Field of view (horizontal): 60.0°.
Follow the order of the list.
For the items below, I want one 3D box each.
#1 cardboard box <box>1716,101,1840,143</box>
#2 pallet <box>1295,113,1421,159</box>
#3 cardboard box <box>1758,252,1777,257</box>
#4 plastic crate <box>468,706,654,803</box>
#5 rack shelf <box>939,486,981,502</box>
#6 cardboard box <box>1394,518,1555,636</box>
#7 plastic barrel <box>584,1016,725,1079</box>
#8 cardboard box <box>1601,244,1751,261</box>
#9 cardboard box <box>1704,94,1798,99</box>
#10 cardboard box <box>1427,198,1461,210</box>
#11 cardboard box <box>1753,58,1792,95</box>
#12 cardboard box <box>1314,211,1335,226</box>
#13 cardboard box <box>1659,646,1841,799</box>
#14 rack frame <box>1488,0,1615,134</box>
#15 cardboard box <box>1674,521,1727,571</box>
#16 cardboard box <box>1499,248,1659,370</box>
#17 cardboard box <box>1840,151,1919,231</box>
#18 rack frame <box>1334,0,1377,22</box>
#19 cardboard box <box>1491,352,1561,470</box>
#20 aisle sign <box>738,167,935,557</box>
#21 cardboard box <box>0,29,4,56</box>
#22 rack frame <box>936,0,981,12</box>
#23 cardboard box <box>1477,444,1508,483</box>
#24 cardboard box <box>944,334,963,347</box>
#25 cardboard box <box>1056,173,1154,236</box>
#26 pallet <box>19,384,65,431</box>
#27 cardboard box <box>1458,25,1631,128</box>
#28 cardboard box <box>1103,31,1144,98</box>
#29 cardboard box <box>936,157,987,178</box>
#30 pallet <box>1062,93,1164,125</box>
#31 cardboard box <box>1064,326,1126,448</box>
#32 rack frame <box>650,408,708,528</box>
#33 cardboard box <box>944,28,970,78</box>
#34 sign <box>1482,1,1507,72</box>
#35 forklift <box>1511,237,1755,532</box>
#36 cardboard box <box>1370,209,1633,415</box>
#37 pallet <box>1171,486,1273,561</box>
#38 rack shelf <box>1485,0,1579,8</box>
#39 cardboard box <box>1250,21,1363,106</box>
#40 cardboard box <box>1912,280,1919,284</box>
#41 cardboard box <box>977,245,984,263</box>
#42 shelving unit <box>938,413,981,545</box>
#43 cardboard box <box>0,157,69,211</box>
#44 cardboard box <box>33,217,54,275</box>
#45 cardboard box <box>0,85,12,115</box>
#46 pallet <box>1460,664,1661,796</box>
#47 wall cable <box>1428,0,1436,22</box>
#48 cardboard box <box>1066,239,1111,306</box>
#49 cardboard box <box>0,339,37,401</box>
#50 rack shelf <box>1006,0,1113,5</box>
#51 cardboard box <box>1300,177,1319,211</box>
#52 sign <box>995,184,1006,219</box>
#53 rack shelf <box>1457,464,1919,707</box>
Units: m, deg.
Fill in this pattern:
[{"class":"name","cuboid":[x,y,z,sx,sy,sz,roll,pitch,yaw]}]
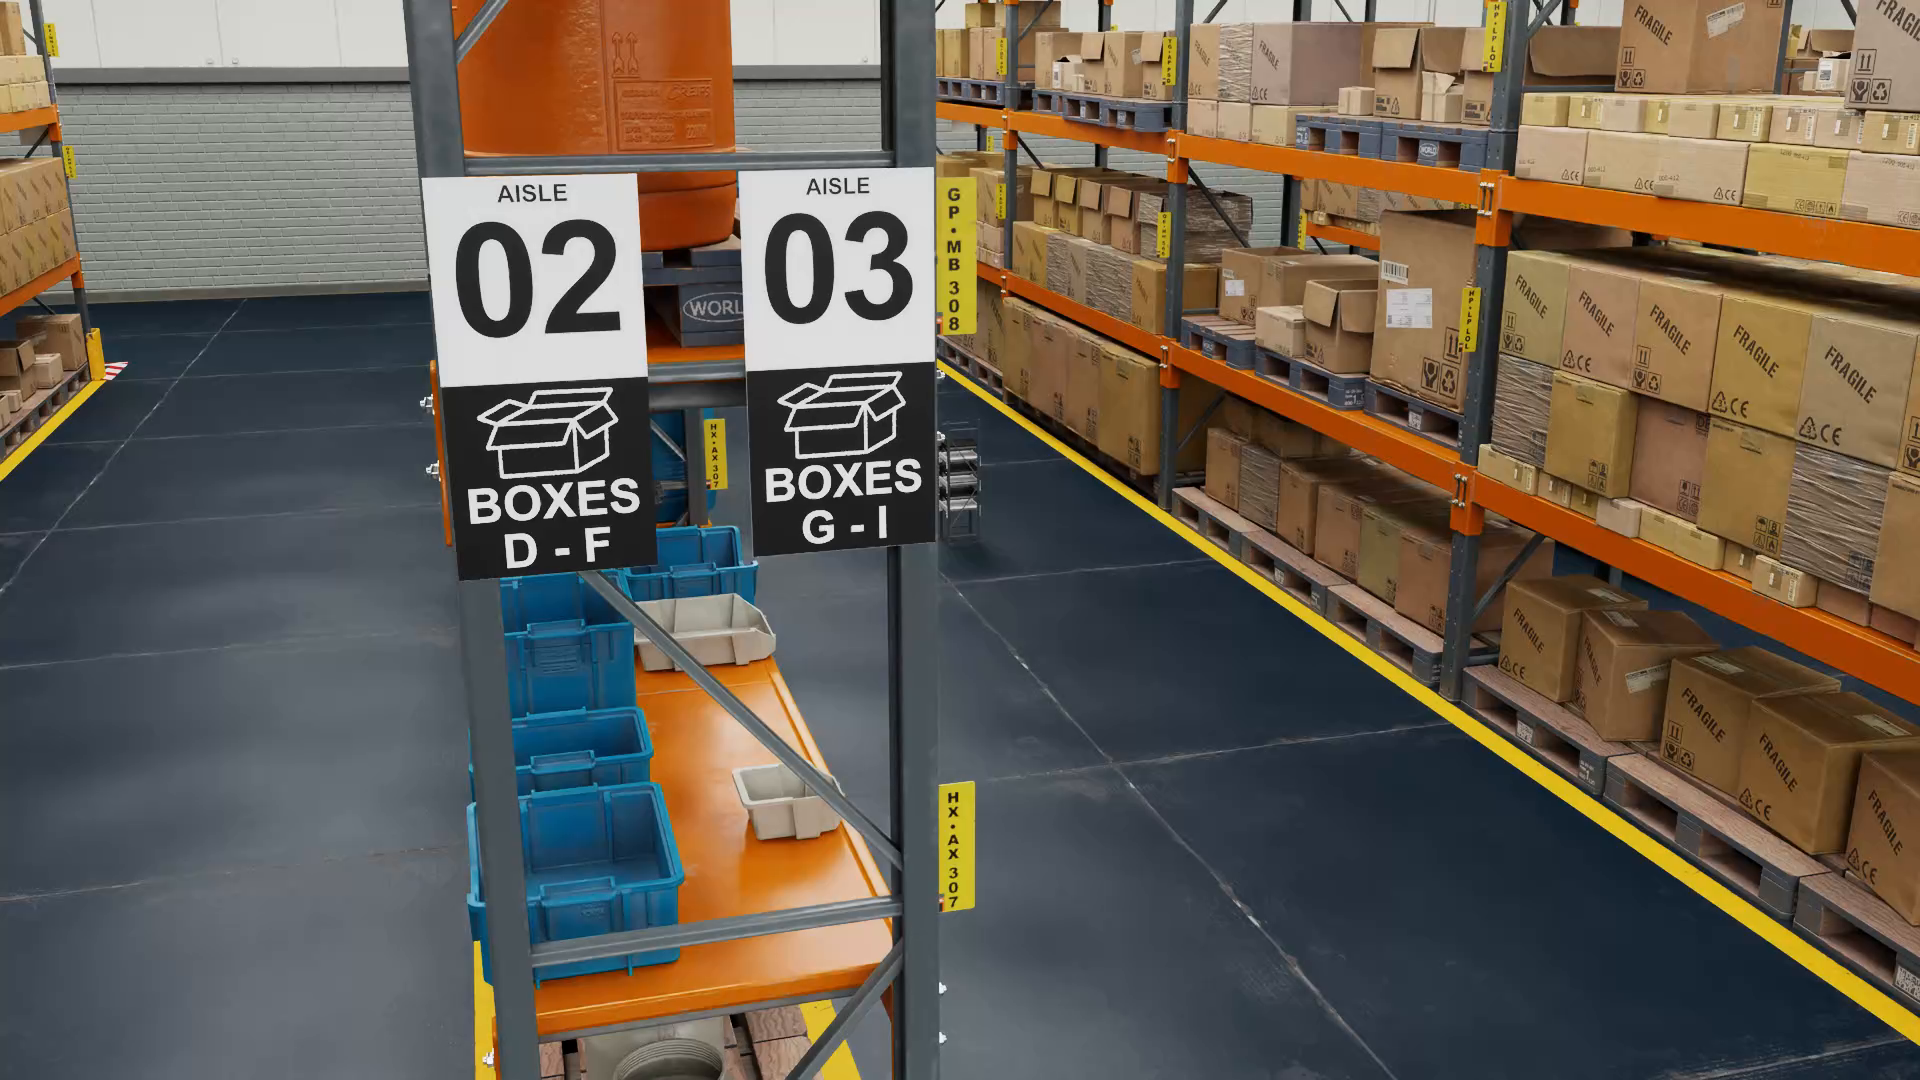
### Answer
[{"class":"cardboard box","cuboid":[3.306,-1.690,6.719,0.380,0.149,0.250,-5,17,-16]},{"class":"pallet","cuboid":[2.764,-2.419,9.904,1.213,0.211,1.003,-5,17,-15]},{"class":"cardboard box","cuboid":[6.877,-2.450,14.085,0.380,0.149,0.250,-4,17,-13]},{"class":"plastic crate","cuboid":[-1.142,0.668,4.774,0.499,0.251,0.408,-5,17,-15]},{"class":"rack shelf","cuboid":[-0.002,-0.315,11.866,0.258,0.077,0.200,-5,17,-15]},{"class":"cardboard box","cuboid":[2.971,0.208,9.625,0.700,0.500,0.500,-6,18,-20]},{"class":"plastic barrel","cuboid":[-0.936,1.567,5.116,0.421,0.512,0.421,0,17,0]},{"class":"cardboard box","cuboid":[3.507,-1.173,8.215,0.500,0.500,0.500,-5,17,-15]},{"class":"cardboard box","cuboid":[3.624,-1.952,7.589,0.380,0.149,0.250,-6,18,-18]},{"class":"cardboard box","cuboid":[5.312,-3.486,17.651,0.500,0.500,0.500,-5,17,-15]},{"class":"cardboard box","cuboid":[6.415,-3.700,13.667,0.500,0.500,0.500,-5,17,-15]},{"class":"cardboard box","cuboid":[4.524,-3.909,20.187,0.380,0.149,0.250,-5,17,-17]},{"class":"cardboard box","cuboid":[3.601,0.826,7.602,0.500,0.500,0.500,-6,18,-20]},{"class":"rack frame","cuboid":[3.119,-3.480,7.895,1.000,3.000,0.127,-5,17,-15]},{"class":"cardboard box","cuboid":[3.314,0.011,7.139,0.380,0.149,0.250,-5,17,-15]},{"class":"cardboard box","cuboid":[2.998,-1.131,8.076,0.500,0.500,0.500,-5,17,-15]},{"class":"cardboard box","cuboid":[3.569,-1.259,5.975,0.500,0.250,0.500,-4,17,-14]},{"class":"rack frame","cuboid":[4.618,-7.163,20.158,1.000,3.000,0.127,-5,17,-15]},{"class":"cardboard box","cuboid":[3.183,-0.668,8.270,0.875,0.500,0.500,-5,17,-15]},{"class":"aisle sign","cuboid":[-0.243,-0.357,3.408,0.394,0.787,0.004,-5,17,-15]},{"class":"cardboard box","cuboid":[-9.492,-4.821,15.663,0.700,0.500,0.500,-5,17,-15]},{"class":"rack frame","cuboid":[-0.179,-6.799,18.945,1.000,3.000,0.127,-5,17,-15]},{"class":"cardboard box","cuboid":[2.889,-0.403,8.517,0.380,0.149,0.250,-5,17,-15]},{"class":"cardboard box","cuboid":[0.324,-2.687,18.647,0.875,0.875,0.875,-5,17,-15]},{"class":"cardboard box","cuboid":[1.281,-2.981,14.745,0.797,0.503,0.637,-5,17,-15]},{"class":"pallet","cuboid":[-9.132,-1.230,15.680,1.003,0.211,1.213,-5,17,-15]},{"class":"cardboard box","cuboid":[3.085,-2.432,8.710,0.797,0.503,0.637,-6,18,-18]},{"class":"cardboard box","cuboid":[1.461,-3.794,13.250,0.500,0.500,0.500,-4,17,-12]},{"class":"cardboard box","cuboid":[-0.021,-3.921,18.230,0.500,0.500,0.500,-5,17,-17]},{"class":"pallet","cuboid":[1.481,-3.542,13.645,1.003,0.211,1.213,-4,17,-13]},{"class":"cardboard box","cuboid":[1.612,-1.336,14.150,1.225,0.875,0.875,-5,17,-15]},{"class":"rack frame","cuboid":[-1.643,-0.215,7.454,1.000,3.000,0.127,-5,17,-15]},{"class":"cardboard box","cuboid":[0.243,-5.216,17.809,0.700,0.500,0.500,-6,18,-19]},{"class":"sign","cuboid":[2.586,-2.435,8.046,0.100,0.325,0.005,-5,17,-15]},{"class":"forklift","cuboid":[4.699,-1.478,11.779,1.130,2.935,3.031,-5,17,-15]},{"class":"cardboard box","cuboid":[3.035,-1.326,9.380,1.000,1.000,1.000,-5,17,-15]},{"class":"pallet","cuboid":[2.233,-0.161,12.123,1.003,0.211,1.213,-5,17,-15]},{"class":"rack shelf","cuboid":[6.267,-4.968,14.793,1.077,0.370,4.000,-5,17,-15]},{"class":"cardboard box","cuboid":[2.182,-3.008,10.494,0.500,0.500,0.500,-5,17,-17]},{"class":"cardboard box","cuboid":[7.096,-1.562,11.764,0.500,0.500,0.500,-5,17,-16]},{"class":"cardboard box","cuboid":[0.380,-2.900,16.829,0.380,0.149,0.250,-5,17,-16]},{"class":"shelving unit","cuboid":[-0.002,-0.433,11.830,0.258,0.900,0.210,-5,17,-15]},{"class":"cardboard box","cuboid":[-9.318,-3.569,16.709,0.500,0.500,0.500,-5,17,-16]},{"class":"cardboard box","cuboid":[-9.042,-2.808,15.911,0.500,0.500,0.500,-5,17,-15]},{"class":"cardboard box","cuboid":[-8.912,-3.971,15.006,0.500,0.250,0.500,-5,17,-15]},{"class":"pallet","cuboid":[3.337,0.912,8.550,1.003,0.211,1.213,-5,17,-15]},{"class":"wall cable","cuboid":[7.515,-9.134,26.717,0.463,3.000,0.029,-5,17,-15]},{"class":"cardboard box","cuboid":[1.229,-2.301,14.223,0.500,0.500,0.500,-4,17,-14]},{"class":"cardboard box","cuboid":[-9.127,-1.572,15.545,0.797,0.503,0.637,-5,17,-15]},{"class":"rack shelf","cuboid":[1.470,-4.604,13.581,1.077,0.370,4.000,-5,17,-15]},{"class":"cardboard box","cuboid":[4.475,-4.335,20.477,0.500,0.500,0.500,-4,17,-13]},{"class":"sign","cuboid":[0.387,-3.228,15.841,0.100,0.325,0.005,-5,17,-15]},{"class":"rack shelf","cuboid":[3.668,0.291,7.020,1.077,0.370,4.000,-5,17,-15]}]
